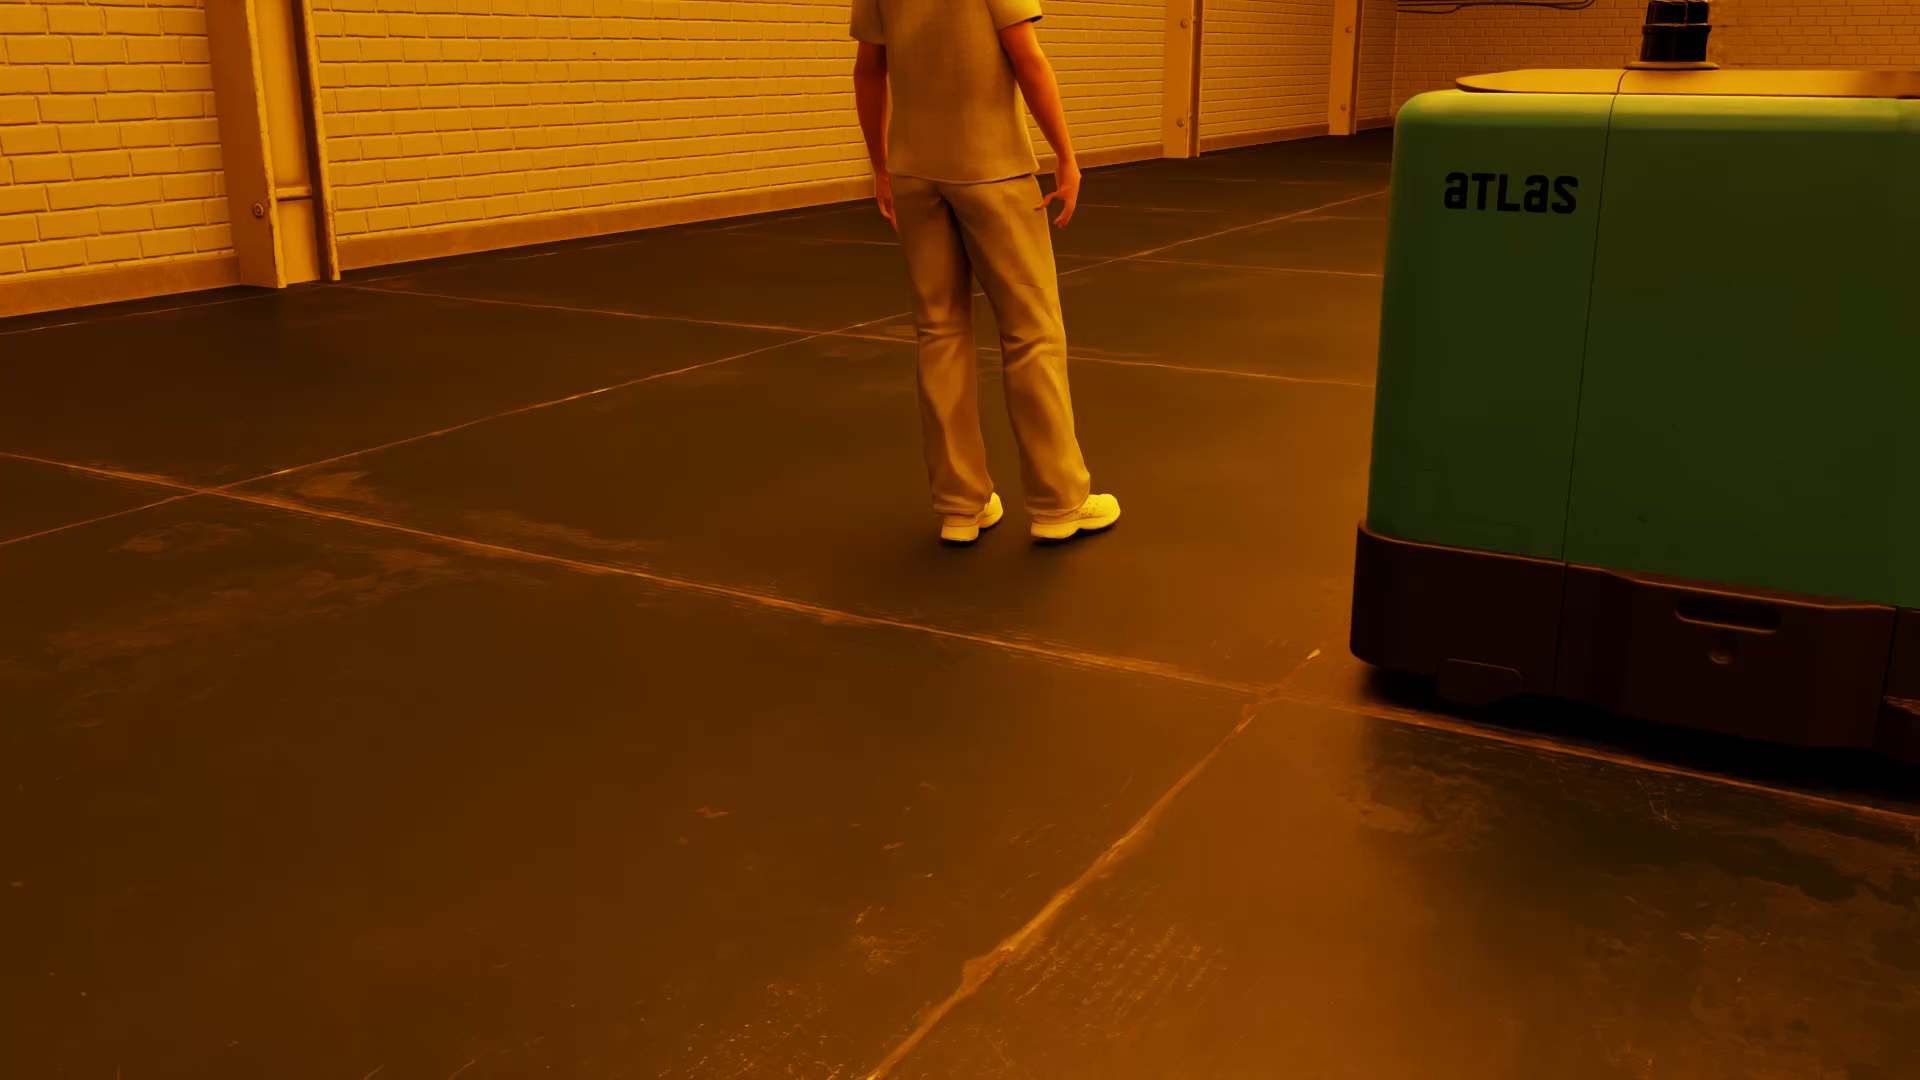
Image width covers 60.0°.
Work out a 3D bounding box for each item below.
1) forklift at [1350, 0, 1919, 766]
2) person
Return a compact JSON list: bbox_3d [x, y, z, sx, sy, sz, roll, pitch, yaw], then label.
[{"bbox_3d":[2.268,-1.044,2.397,3.031,2.935,1.130,9,18,27],"label":"forklift"},{"bbox_3d":[0.048,-0.827,3.857,0.549,1.675,0.549,9,19,28],"label":"person"}]
